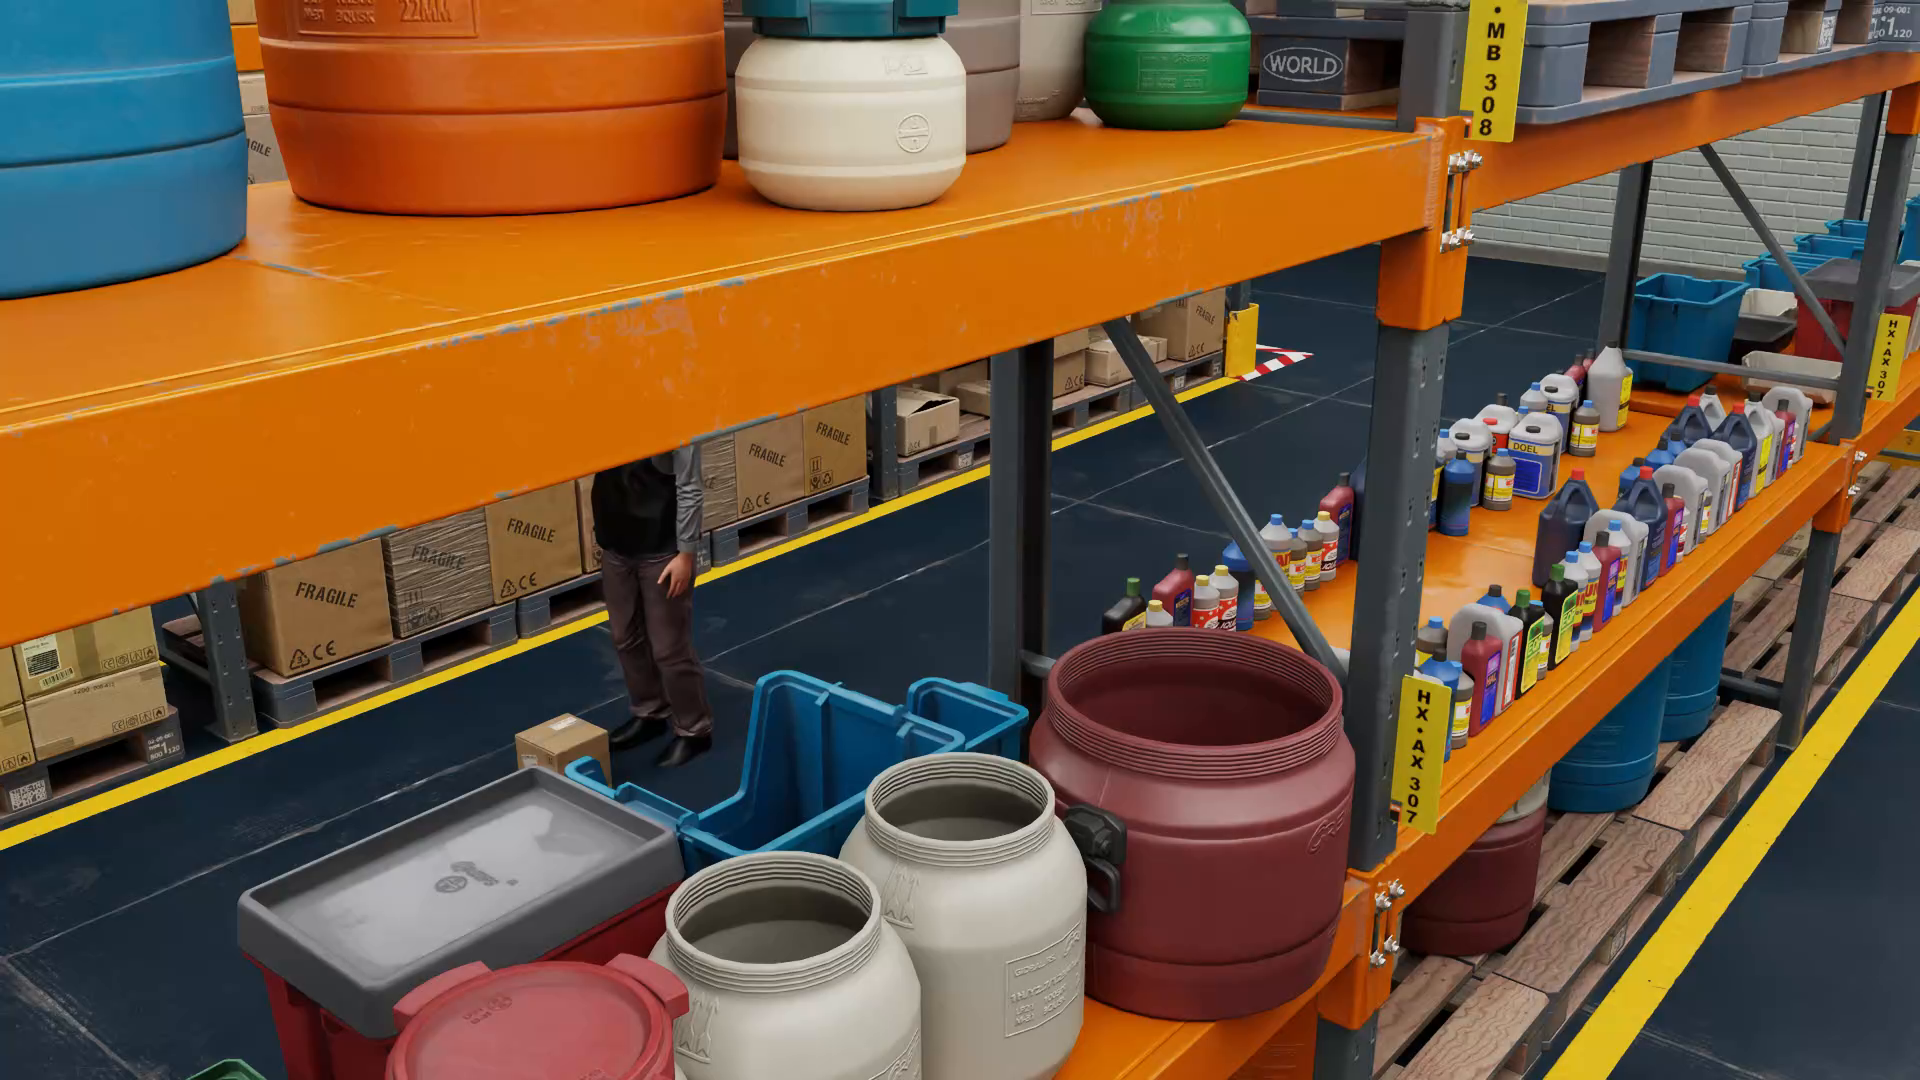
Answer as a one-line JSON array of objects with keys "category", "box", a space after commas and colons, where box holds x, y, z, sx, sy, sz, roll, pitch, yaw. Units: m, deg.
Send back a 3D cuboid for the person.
[{"category": "person", "box": [-1.211, 0.055, 6.507, 0.531, 1.742, 0.359, 16, 26, 38]}]
